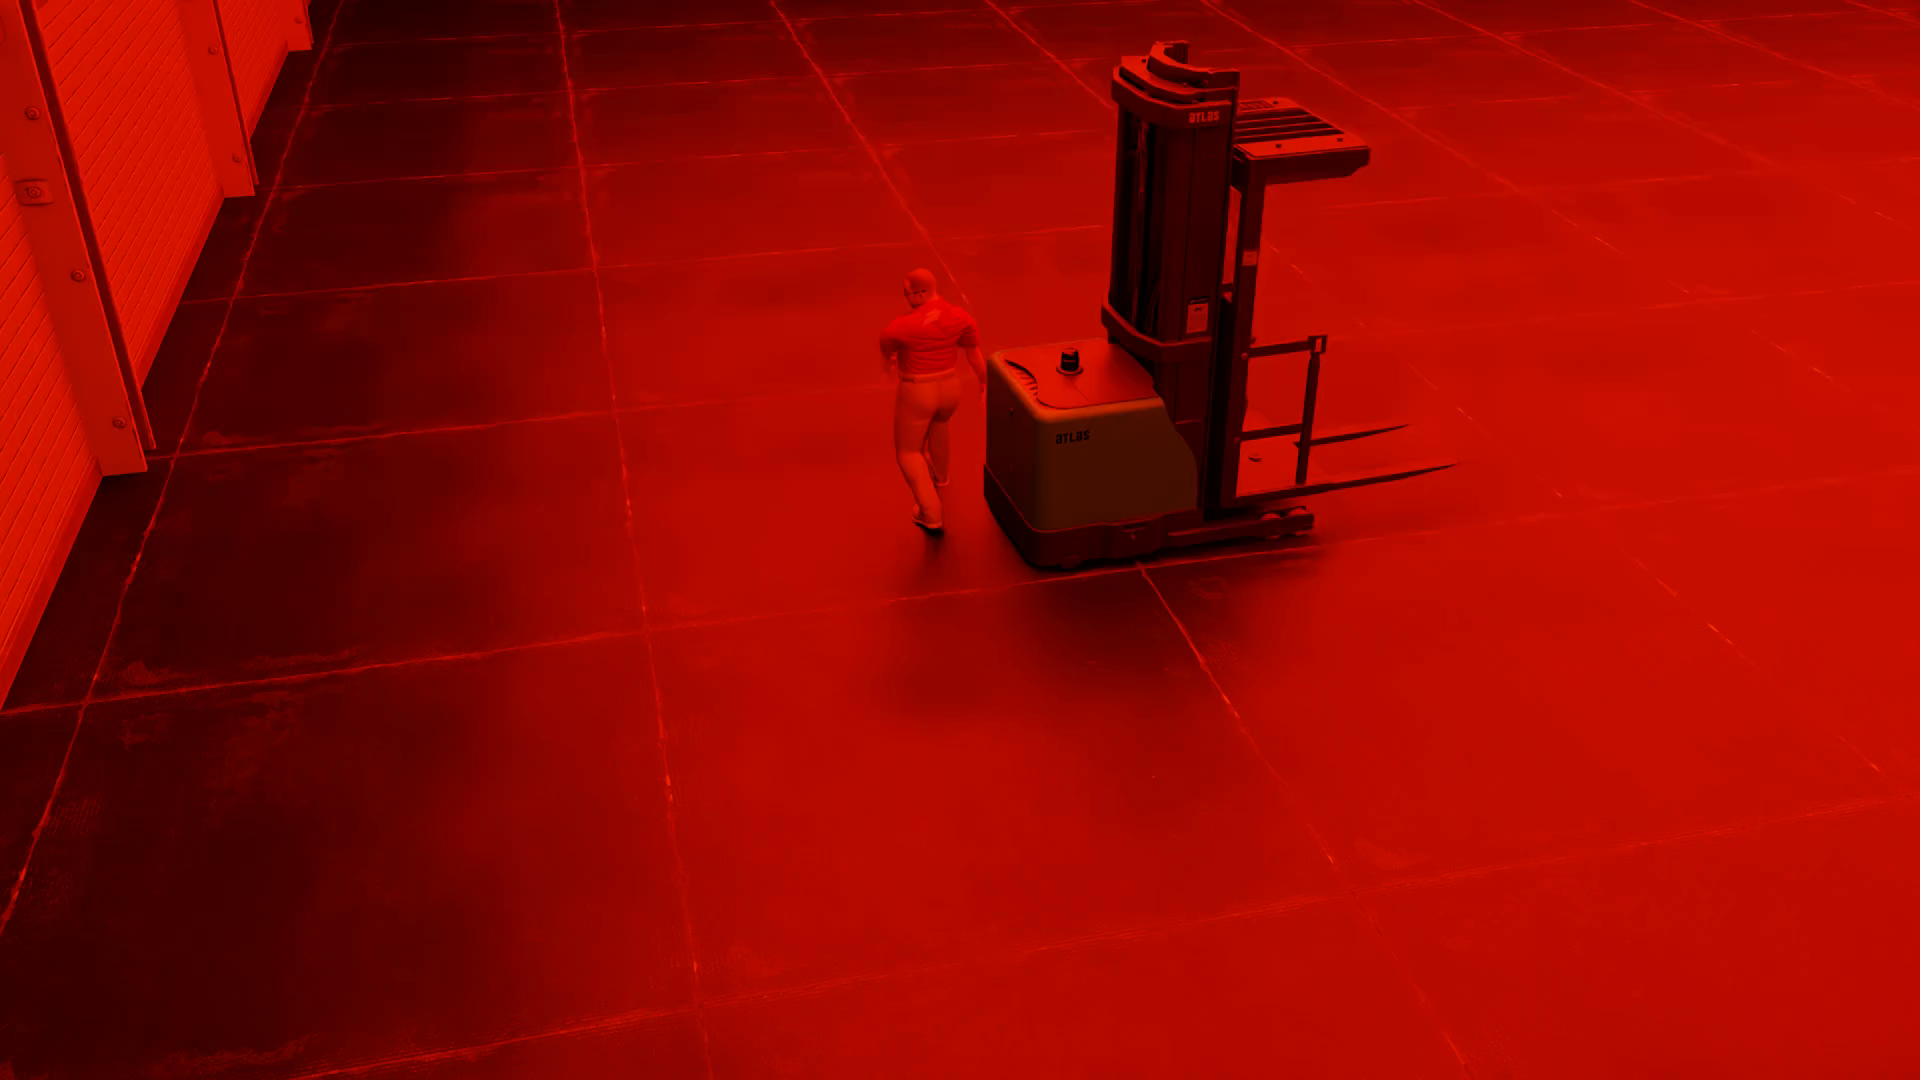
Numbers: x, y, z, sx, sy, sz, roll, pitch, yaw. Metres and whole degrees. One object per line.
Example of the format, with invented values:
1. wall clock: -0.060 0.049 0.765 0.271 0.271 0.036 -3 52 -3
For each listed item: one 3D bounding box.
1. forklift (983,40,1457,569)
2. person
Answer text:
1. forklift: 1.729 -1.512 10.187 3.031 2.935 1.130 -9 31 -15
2. person: -0.169 -0.982 10.568 0.699 1.645 0.843 -16 34 -25
